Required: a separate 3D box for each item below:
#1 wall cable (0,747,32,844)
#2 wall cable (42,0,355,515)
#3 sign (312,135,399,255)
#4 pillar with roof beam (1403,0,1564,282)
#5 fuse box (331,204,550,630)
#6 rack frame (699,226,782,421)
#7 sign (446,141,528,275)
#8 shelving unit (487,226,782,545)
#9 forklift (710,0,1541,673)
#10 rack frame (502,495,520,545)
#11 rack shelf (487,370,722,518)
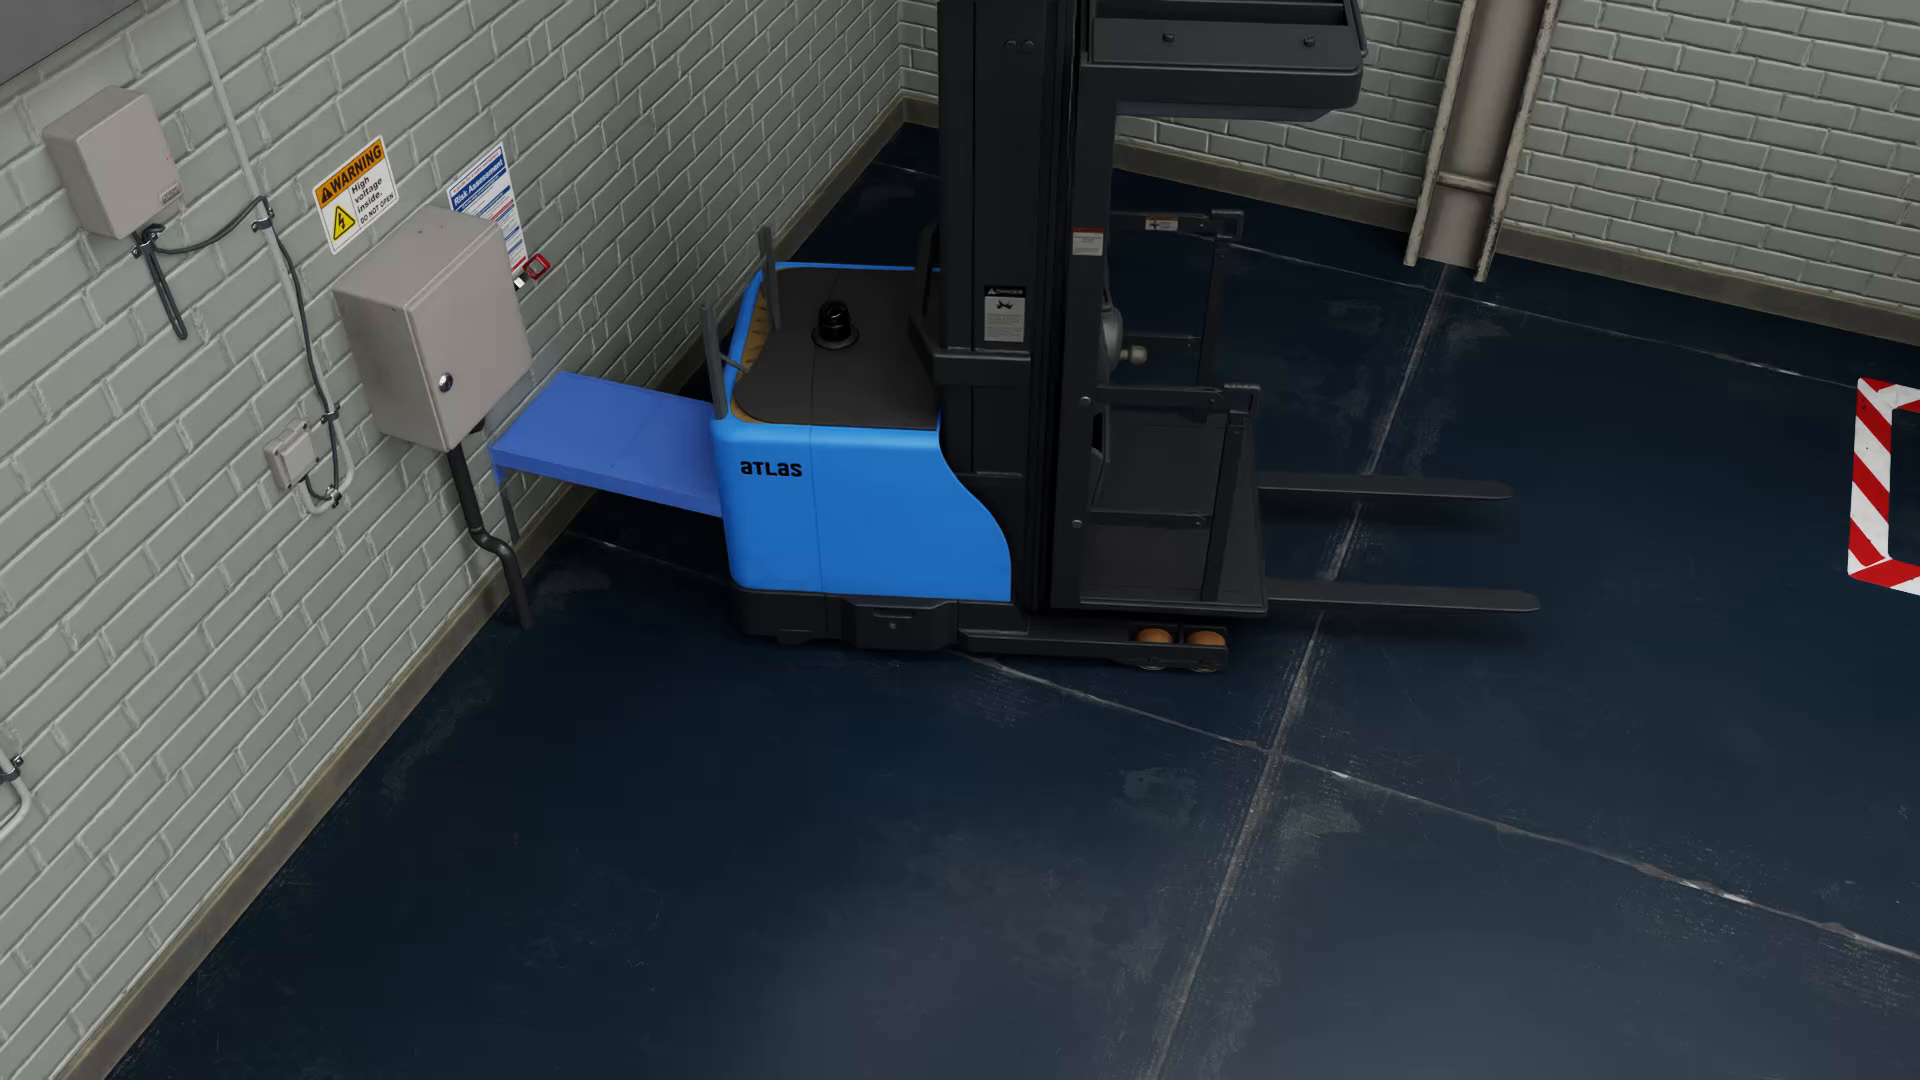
[{"bbox_3d":[-2.581,0.209,3.671,0.123,1.953,0.585,16,47,16],"label":"wall cable"},{"bbox_3d":[-2.046,-0.706,4.613,0.122,1.984,0.588,16,47,16],"label":"wall cable"},{"bbox_3d":[-1.850,-1.060,5.104,0.001,0.242,0.339,16,47,16],"label":"sign"},{"bbox_3d":[0.740,-1.779,2.158,0.400,9.000,9.100,16,47,16],"label":"pillar with roof beam"},{"bbox_3d":[-1.638,-0.291,5.829,0.414,1.711,0.539,16,47,16],"label":"fuse box"},{"bbox_3d":[-0.728,-0.361,6.014,0.032,1.500,0.500,13,45,15],"label":"rack frame"},{"bbox_3d":[-1.639,-1.091,5.788,0.001,0.494,0.329,16,47,16],"label":"sign"},{"bbox_3d":[-1.207,-0.472,6.143,1.048,1.500,0.538,13,45,15],"label":"shelving unit"},{"bbox_3d":[0.670,-0.931,5.608,3.031,2.935,1.130,3,45,3],"label":"forklift"},{"bbox_3d":[-1.686,-0.583,6.272,0.032,1.500,0.500,13,45,15],"label":"rack frame"},{"bbox_3d":[-1.204,-0.342,6.267,1.000,0.185,0.538,13,45,15],"label":"rack shelf"}]
